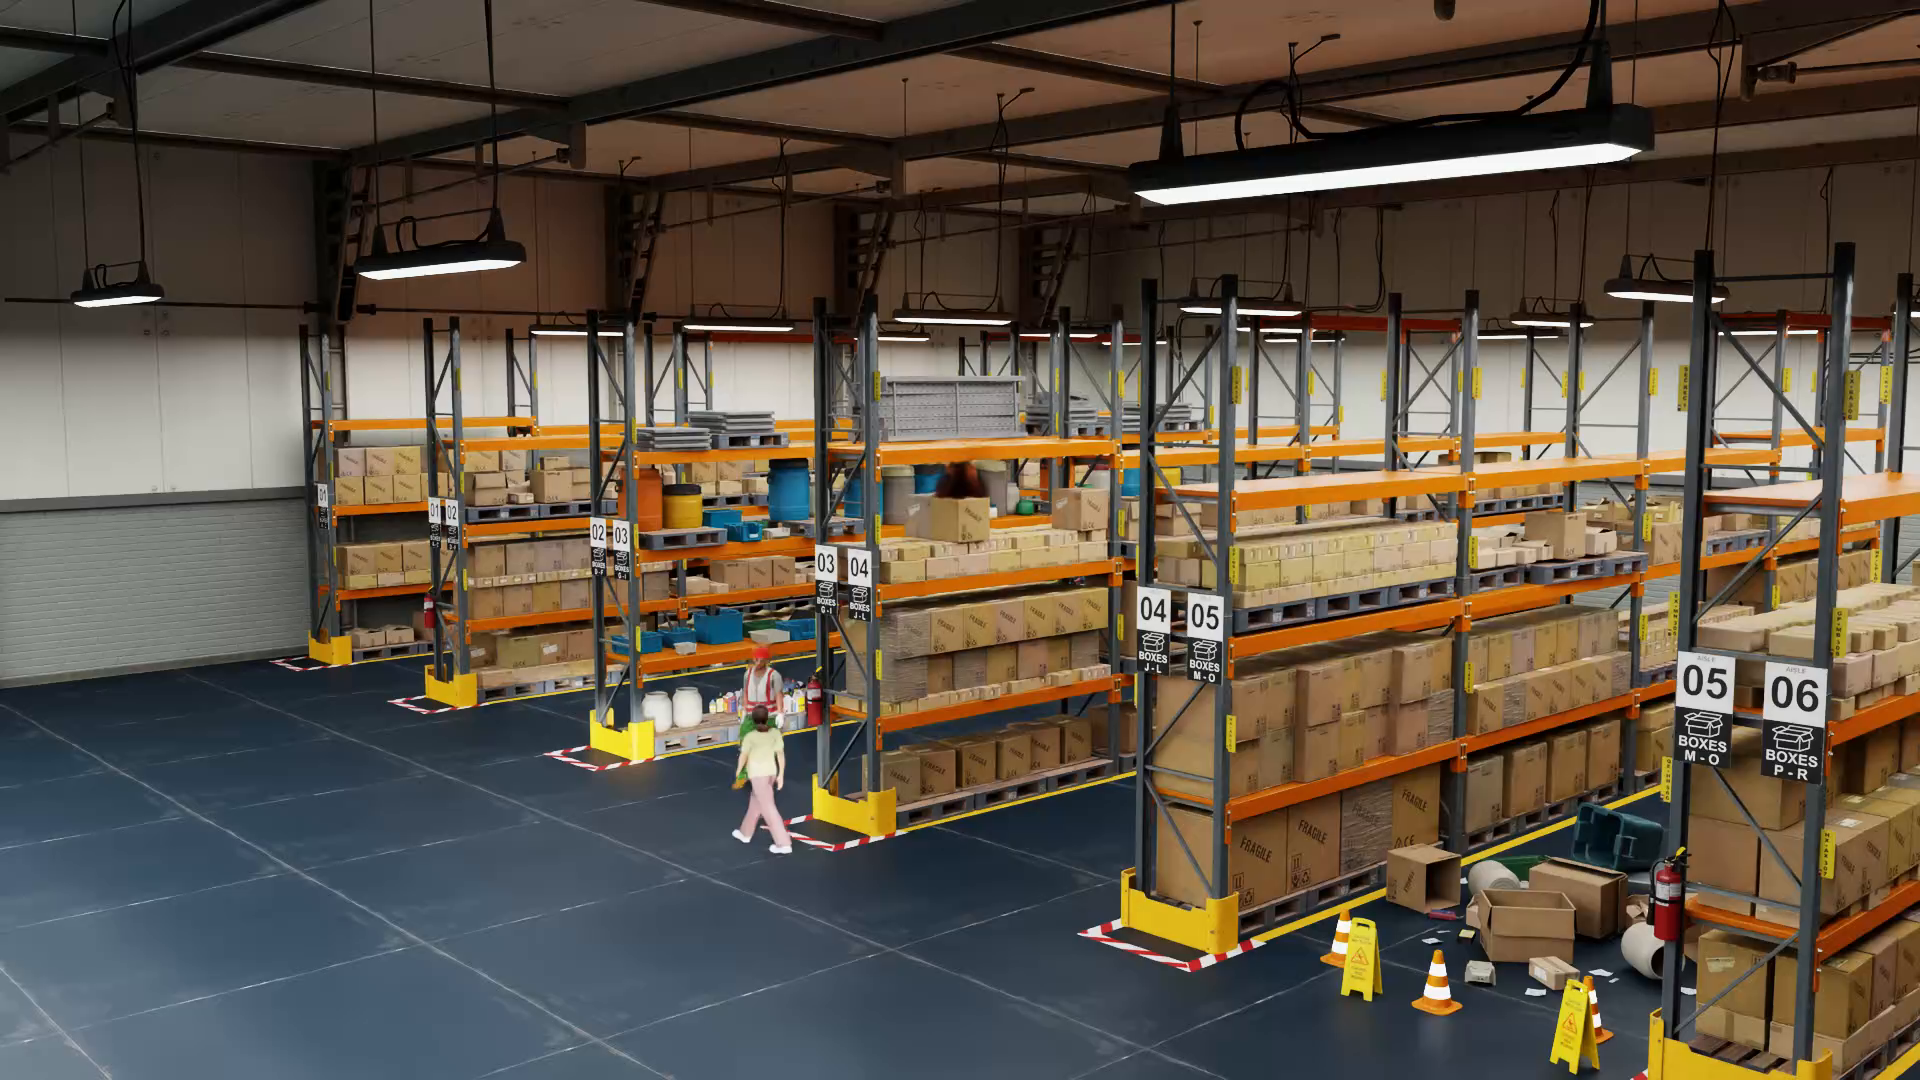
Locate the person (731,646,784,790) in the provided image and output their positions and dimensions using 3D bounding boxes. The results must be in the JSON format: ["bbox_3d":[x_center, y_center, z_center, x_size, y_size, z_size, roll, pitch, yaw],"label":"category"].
[{"bbox_3d":[-2.495,2.211,20.676,0.680,1.799,0.391,1,6,14],"label":"person"}]

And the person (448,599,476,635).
[{"bbox_3d":[-8.441,1.519,28.327,0.404,1.561,0.774,3,6,25],"label":"person"}]

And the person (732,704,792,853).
[{"bbox_3d":[-2.200,2.535,17.902,0.966,1.607,0.464,4,7,32],"label":"person"}]
